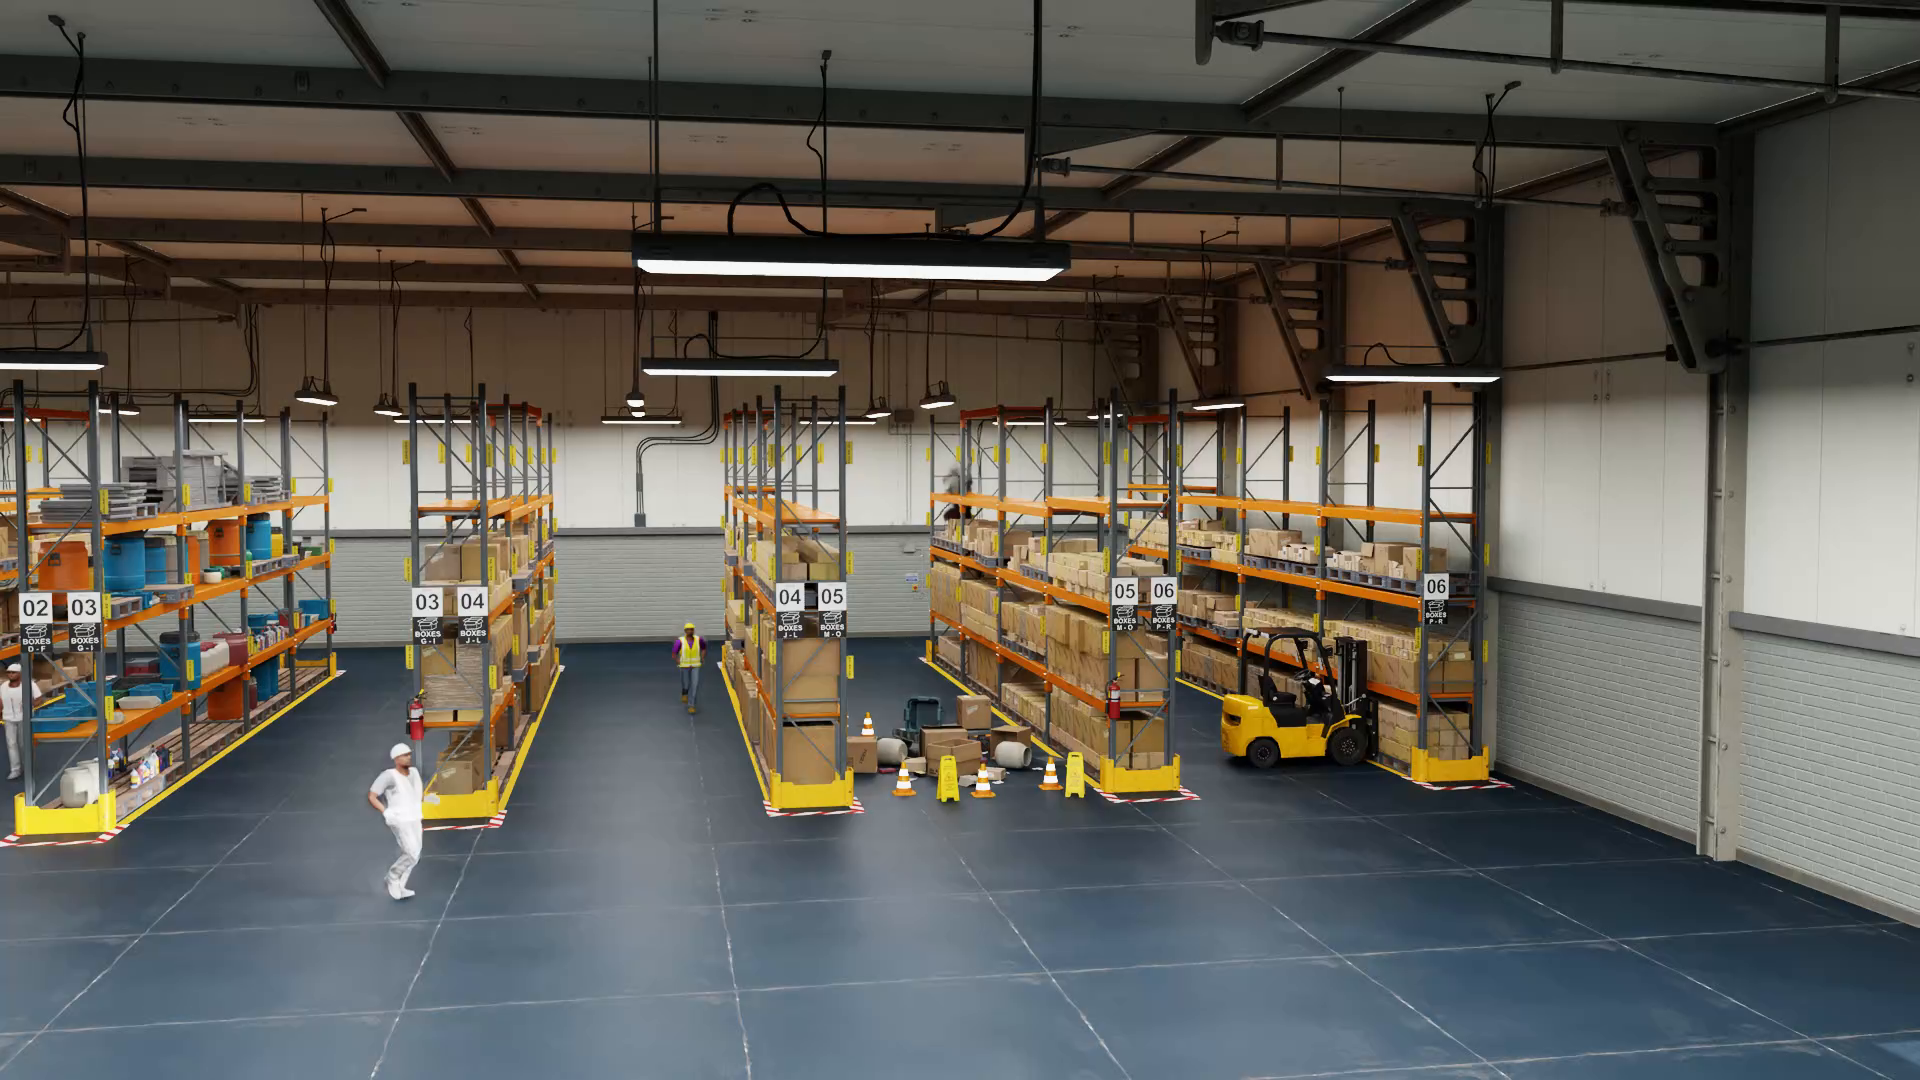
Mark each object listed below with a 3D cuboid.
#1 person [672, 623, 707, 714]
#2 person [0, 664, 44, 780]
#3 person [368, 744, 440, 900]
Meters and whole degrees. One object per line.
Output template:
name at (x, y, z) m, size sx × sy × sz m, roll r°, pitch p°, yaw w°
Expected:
person at (-5.284, 2.487, 32.565) m, size 0.701 × 1.748 × 0.831 m, roll -1°, pitch 3°, yaw -16°
person at (-14.723, 2.814, 26.023) m, size 0.690 × 1.763 × 0.823 m, roll -1°, pitch 3°, yaw -12°
person at (-6.202, 3.167, 18.707) m, size 0.610 × 1.742 × 0.667 m, roll 1°, pitch 3°, yaw 20°
